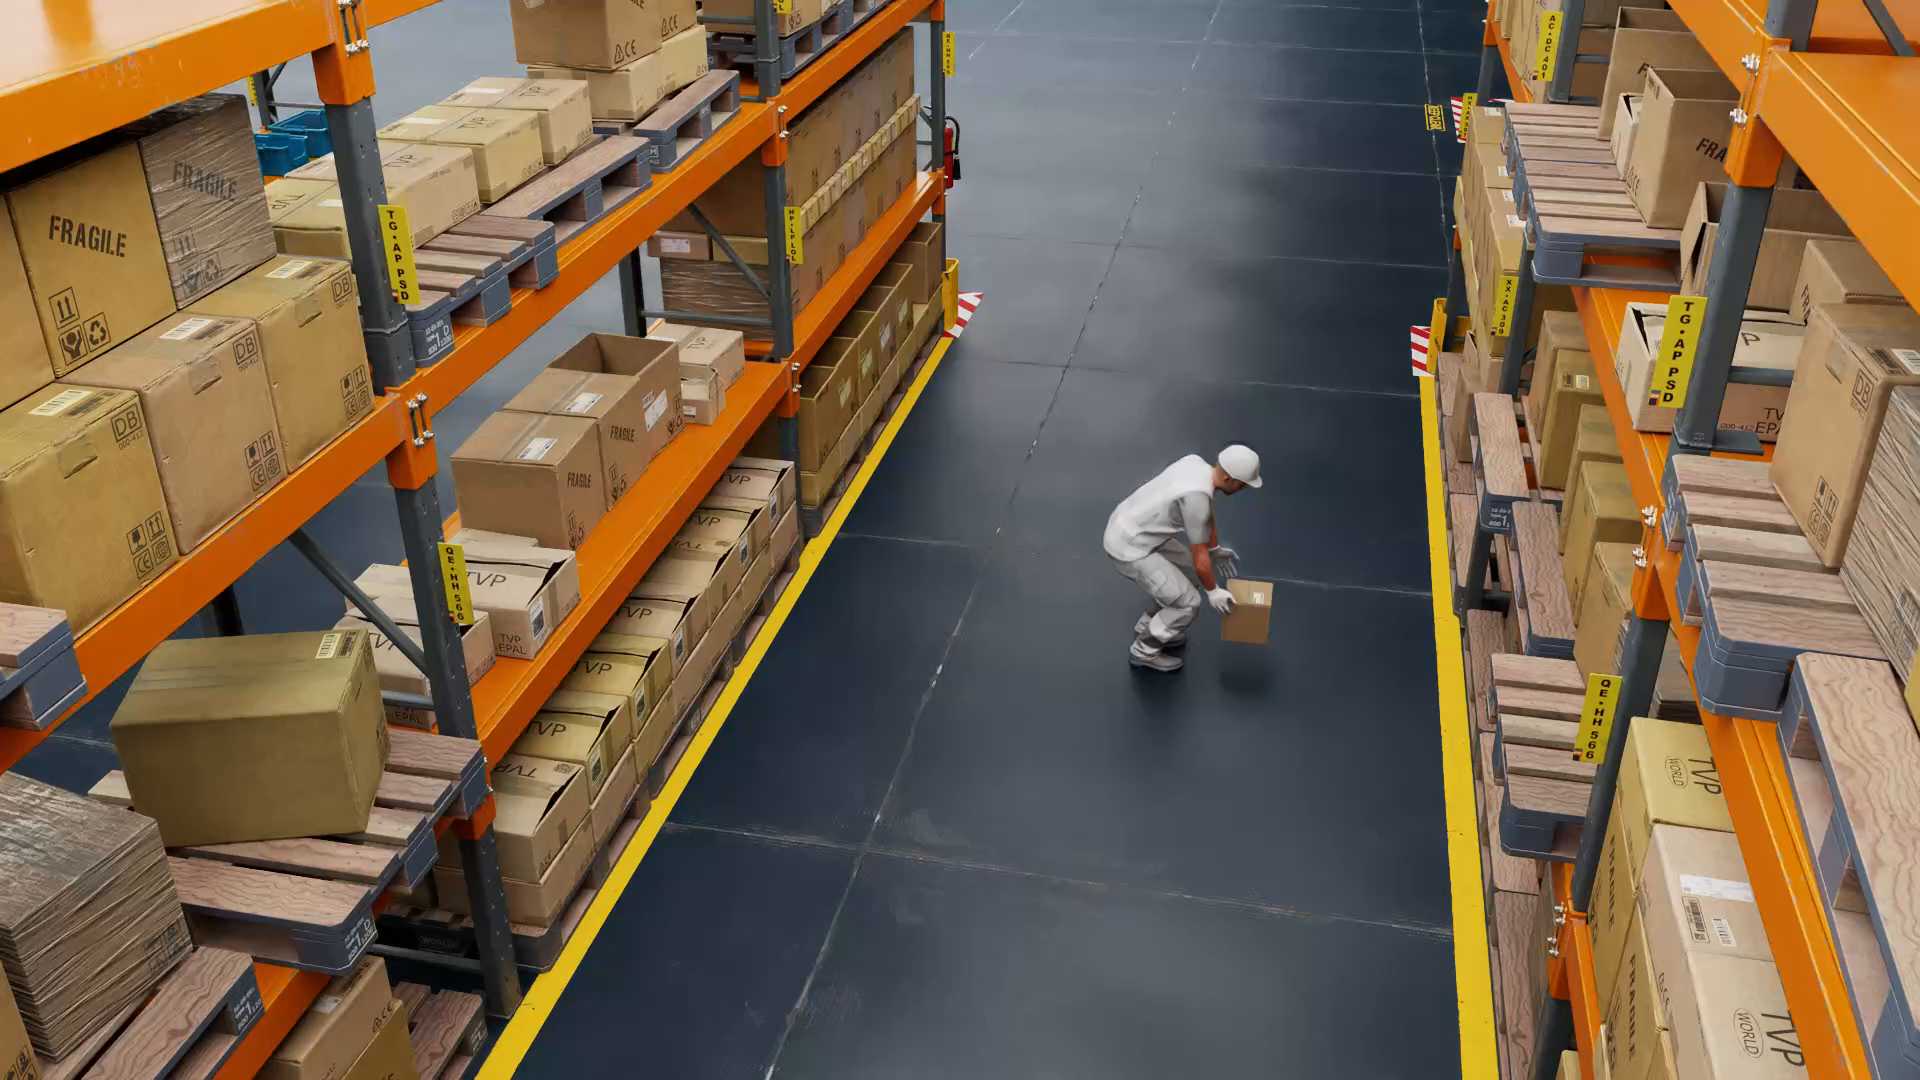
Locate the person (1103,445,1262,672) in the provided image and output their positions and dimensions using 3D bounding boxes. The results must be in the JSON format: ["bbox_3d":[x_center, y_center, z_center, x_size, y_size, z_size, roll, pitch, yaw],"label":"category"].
[{"bbox_3d":[1.187,0.054,9.018,0.816,1.295,0.585,6,29,11],"label":"person"}]
